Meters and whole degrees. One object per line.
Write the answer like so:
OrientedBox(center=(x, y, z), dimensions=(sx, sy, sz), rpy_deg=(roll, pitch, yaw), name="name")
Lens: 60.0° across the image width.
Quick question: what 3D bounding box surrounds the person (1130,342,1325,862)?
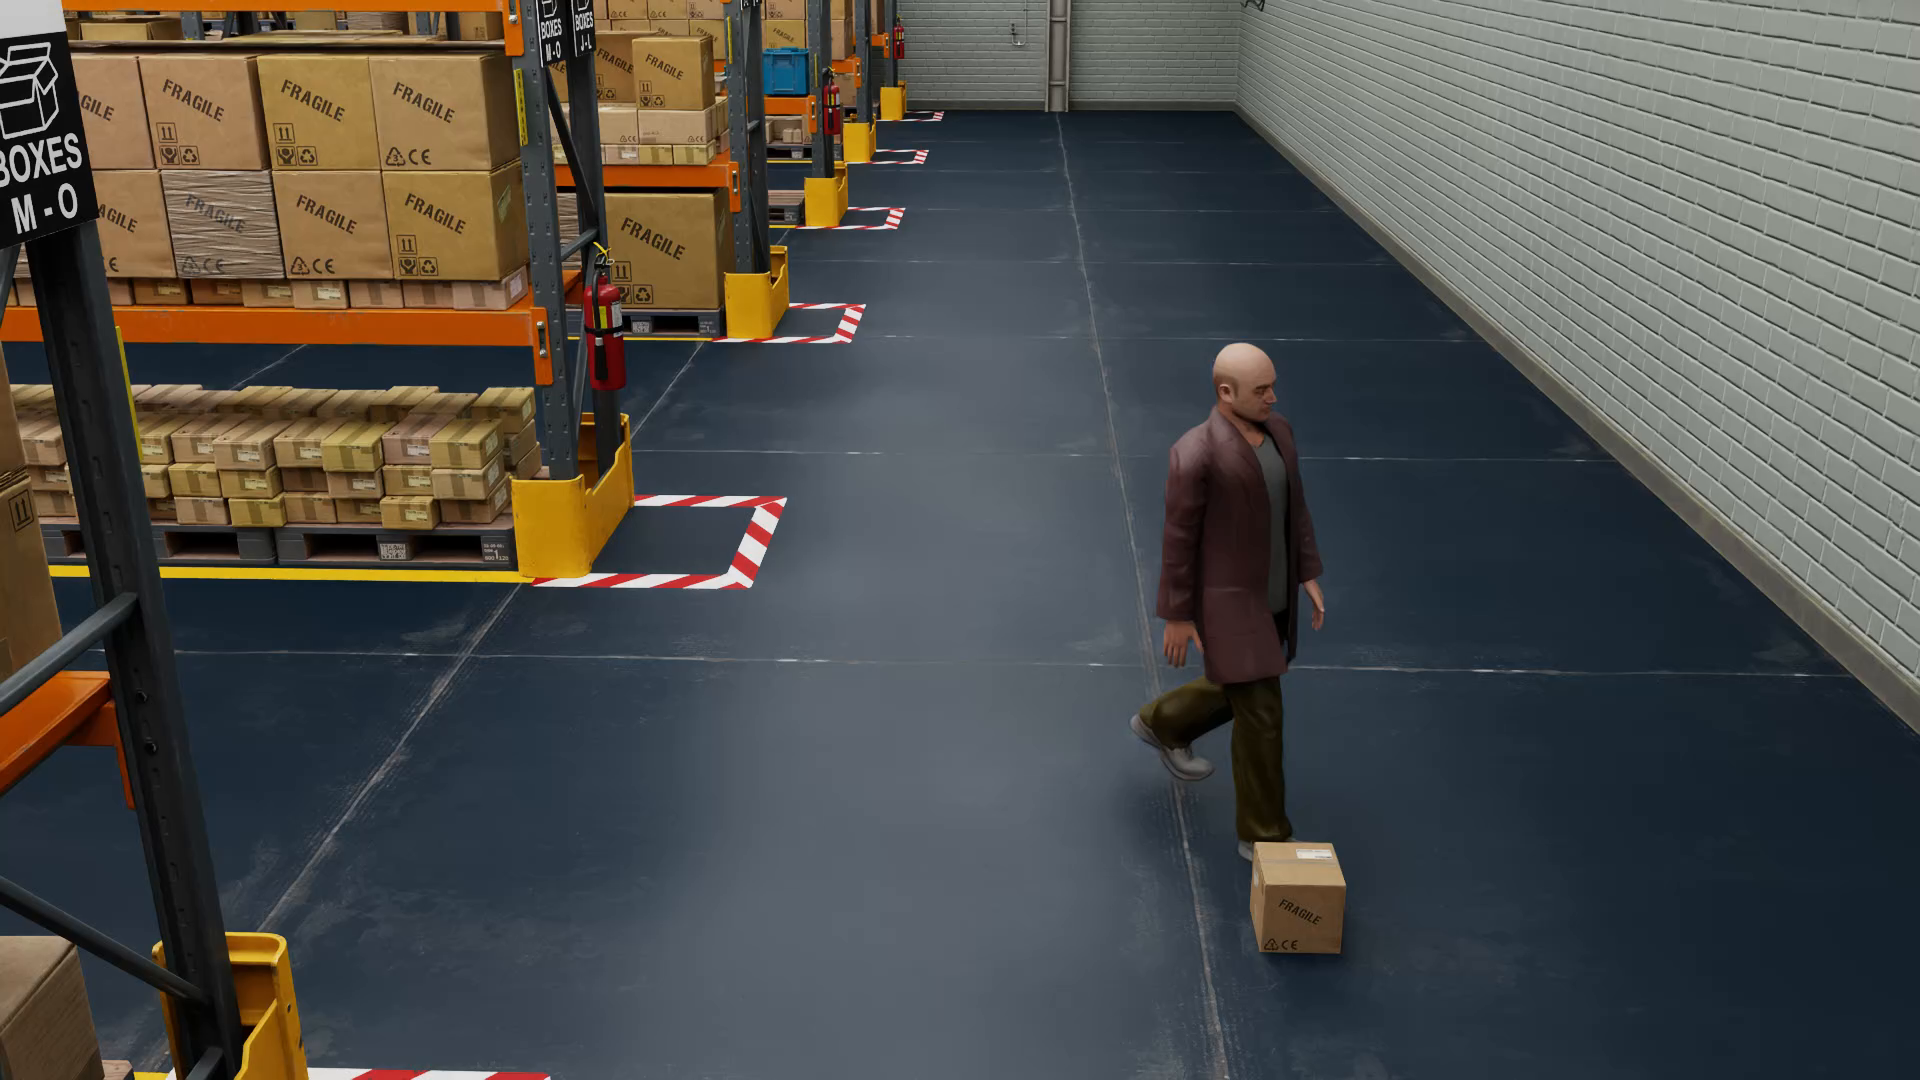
OrientedBox(center=(0.938, 0.191, 5.599), dimensions=(0.998, 1.750, 0.619), rpy_deg=(19, 28, 41), name="person")
